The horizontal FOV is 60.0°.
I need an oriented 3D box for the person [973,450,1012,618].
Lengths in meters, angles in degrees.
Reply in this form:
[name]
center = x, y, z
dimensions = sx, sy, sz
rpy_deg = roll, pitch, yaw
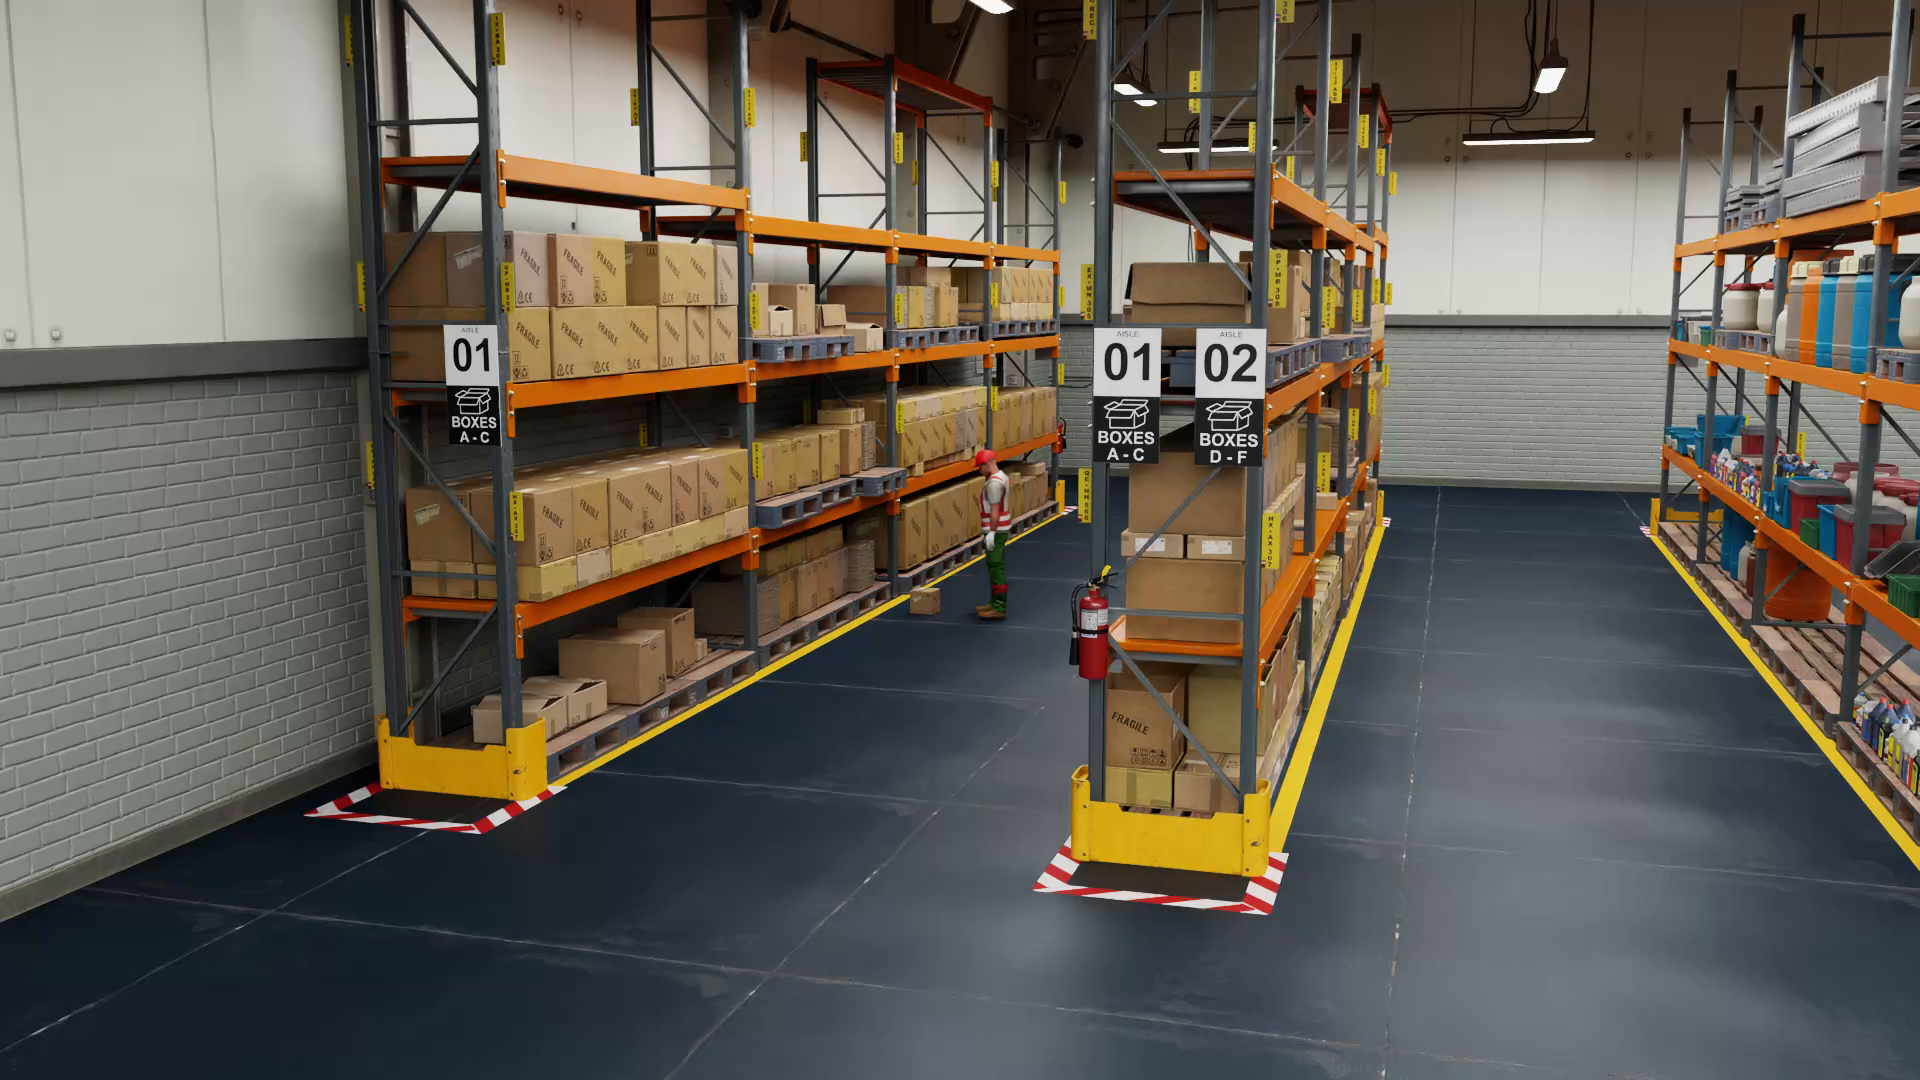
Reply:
[person]
center = 0.340, -0.076, 17.671
dimensions = 0.417, 1.771, 0.593
rpy_deg = 1, 8, 10
